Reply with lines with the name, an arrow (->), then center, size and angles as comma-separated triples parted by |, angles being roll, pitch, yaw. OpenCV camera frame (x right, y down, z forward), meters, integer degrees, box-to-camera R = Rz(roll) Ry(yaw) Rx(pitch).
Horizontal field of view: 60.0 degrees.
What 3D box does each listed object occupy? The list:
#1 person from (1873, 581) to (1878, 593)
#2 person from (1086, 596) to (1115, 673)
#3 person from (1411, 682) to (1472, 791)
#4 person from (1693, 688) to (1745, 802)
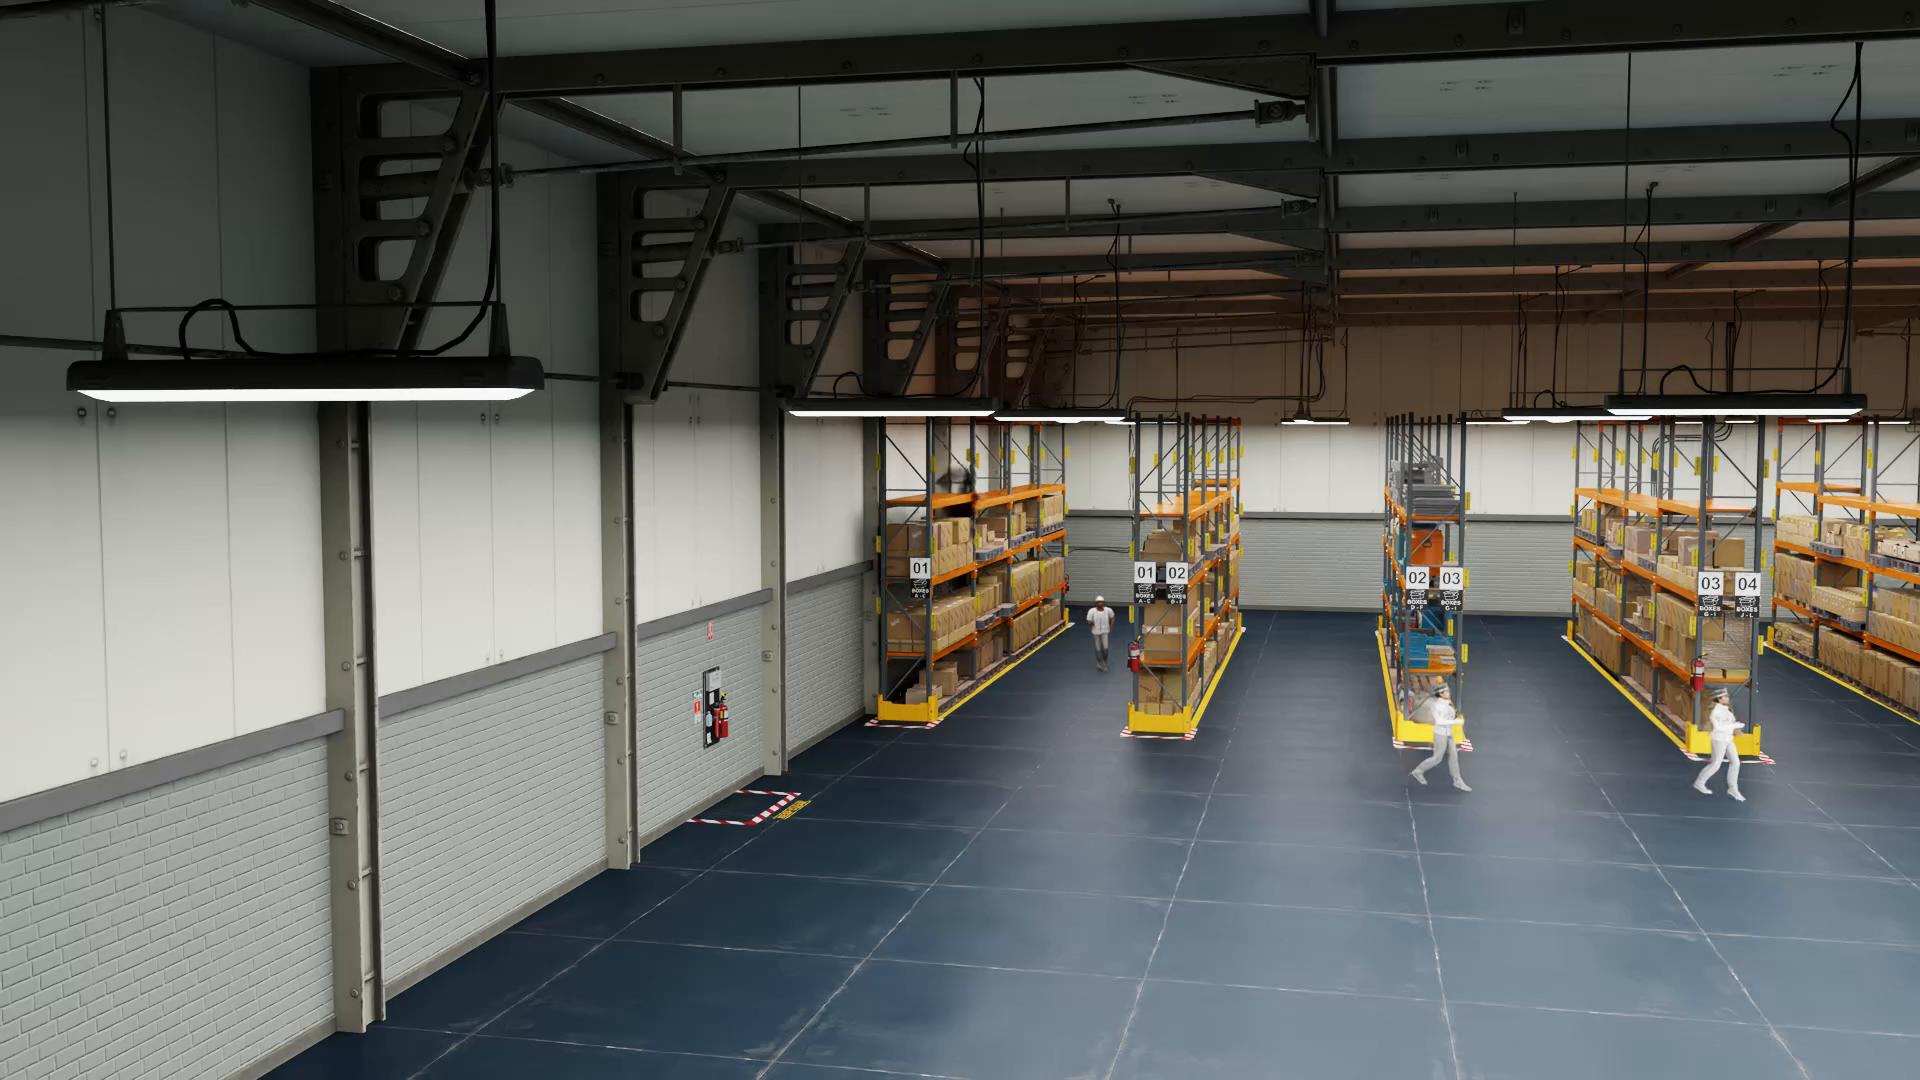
person -> 24.365, 1.922, 44.288 | 0.850, 1.658, 0.588 | 1, 4, 14
person -> 3.299, 2.213, 39.020 | 0.671, 1.806, 0.738 | 0, 4, 6
person -> 7.597, 3.079, 26.185 | 0.919, 1.696, 0.612 | 2, 4, 30
person -> 11.715, 3.134, 25.618 | 0.740, 1.744, 0.600 | 4, 5, 43
